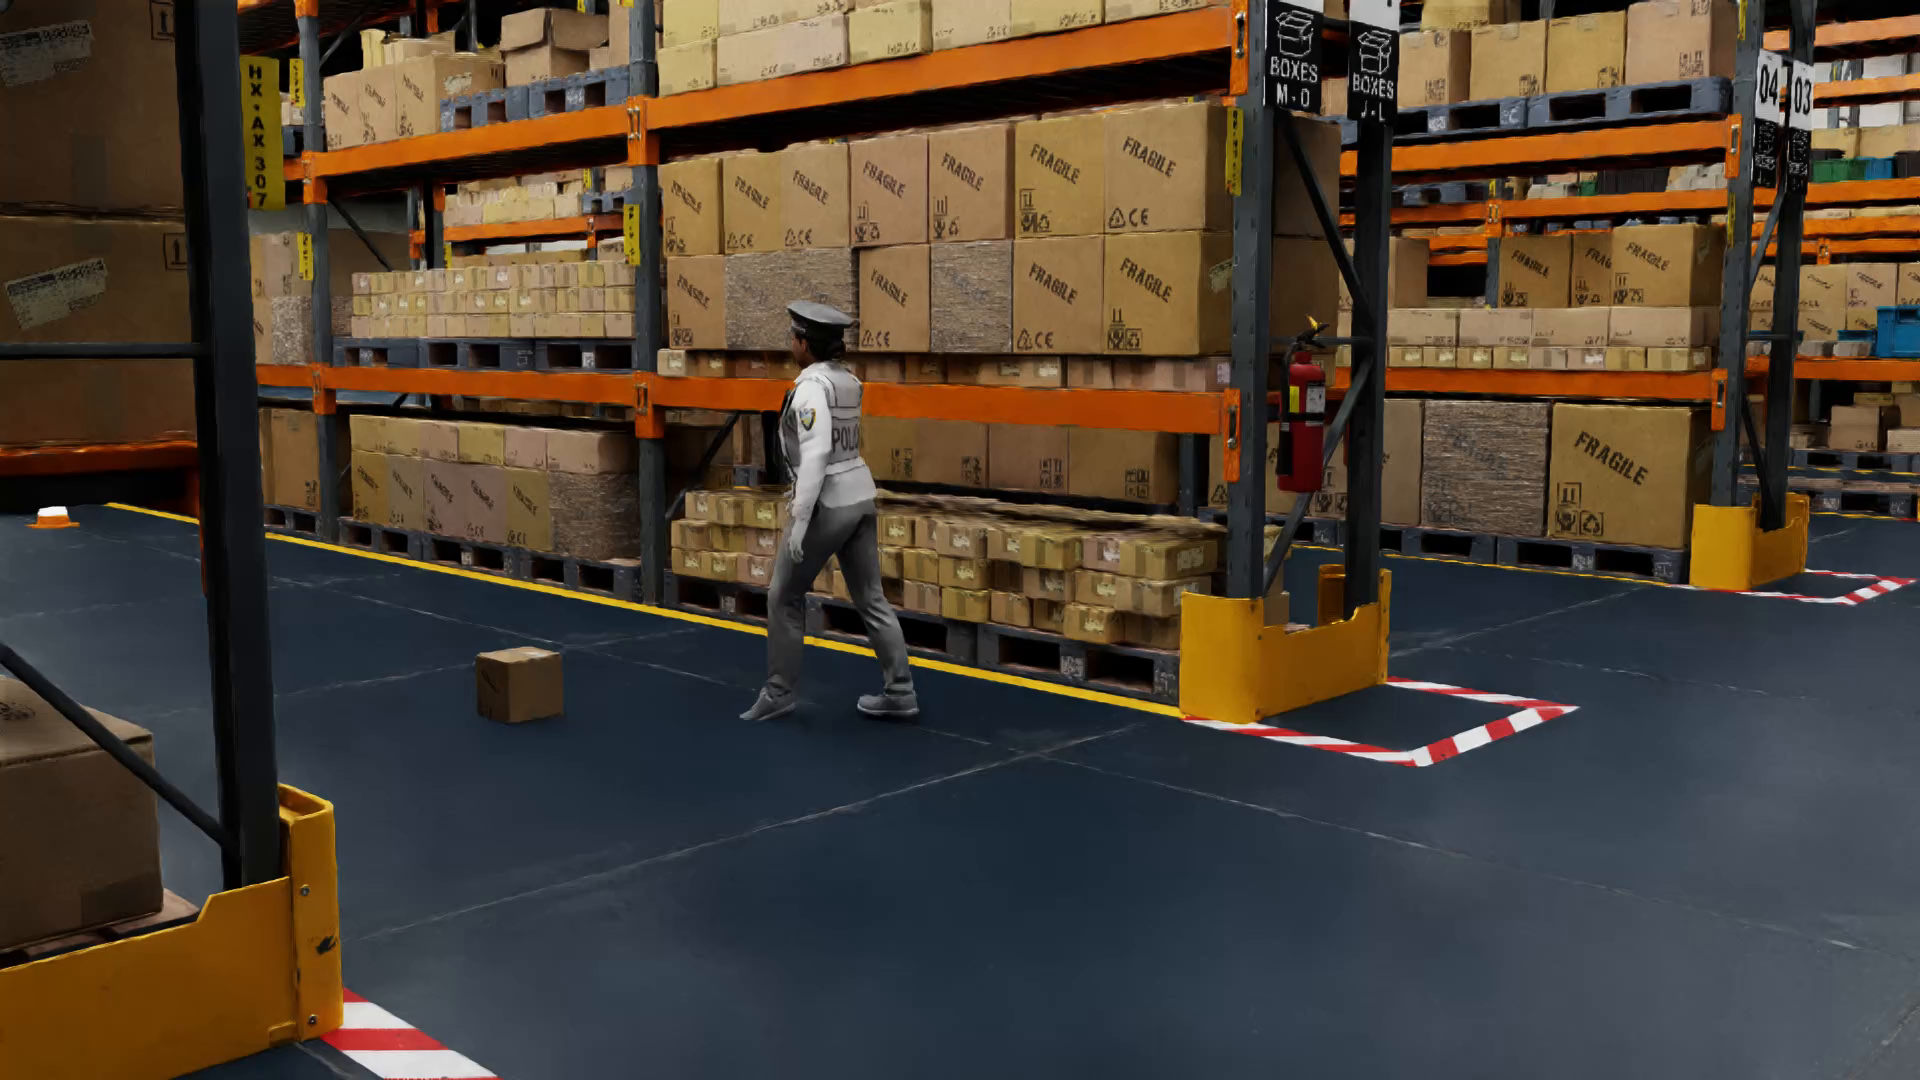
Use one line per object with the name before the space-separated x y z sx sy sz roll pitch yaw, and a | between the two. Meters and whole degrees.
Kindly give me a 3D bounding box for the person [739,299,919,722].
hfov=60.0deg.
person | -0.566 -0.076 6.504 0.737 1.719 0.681 3 8 23
